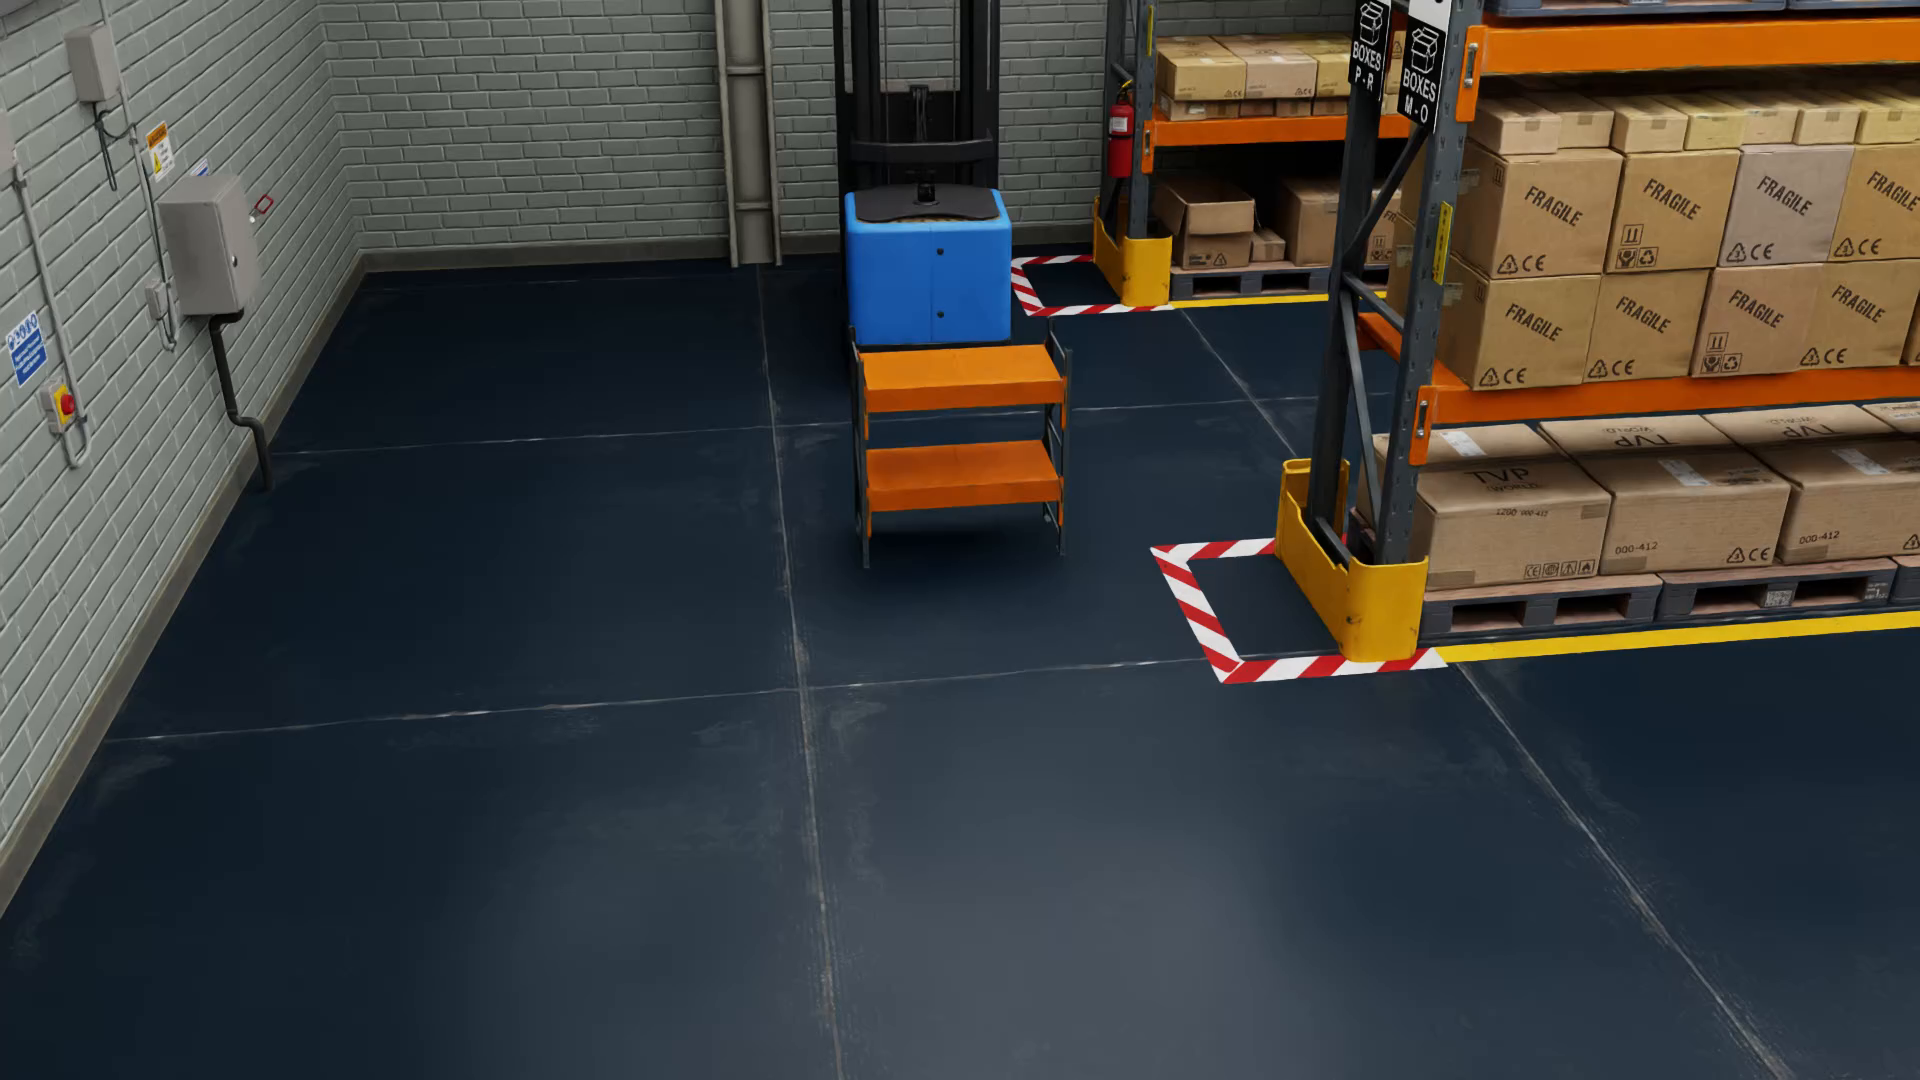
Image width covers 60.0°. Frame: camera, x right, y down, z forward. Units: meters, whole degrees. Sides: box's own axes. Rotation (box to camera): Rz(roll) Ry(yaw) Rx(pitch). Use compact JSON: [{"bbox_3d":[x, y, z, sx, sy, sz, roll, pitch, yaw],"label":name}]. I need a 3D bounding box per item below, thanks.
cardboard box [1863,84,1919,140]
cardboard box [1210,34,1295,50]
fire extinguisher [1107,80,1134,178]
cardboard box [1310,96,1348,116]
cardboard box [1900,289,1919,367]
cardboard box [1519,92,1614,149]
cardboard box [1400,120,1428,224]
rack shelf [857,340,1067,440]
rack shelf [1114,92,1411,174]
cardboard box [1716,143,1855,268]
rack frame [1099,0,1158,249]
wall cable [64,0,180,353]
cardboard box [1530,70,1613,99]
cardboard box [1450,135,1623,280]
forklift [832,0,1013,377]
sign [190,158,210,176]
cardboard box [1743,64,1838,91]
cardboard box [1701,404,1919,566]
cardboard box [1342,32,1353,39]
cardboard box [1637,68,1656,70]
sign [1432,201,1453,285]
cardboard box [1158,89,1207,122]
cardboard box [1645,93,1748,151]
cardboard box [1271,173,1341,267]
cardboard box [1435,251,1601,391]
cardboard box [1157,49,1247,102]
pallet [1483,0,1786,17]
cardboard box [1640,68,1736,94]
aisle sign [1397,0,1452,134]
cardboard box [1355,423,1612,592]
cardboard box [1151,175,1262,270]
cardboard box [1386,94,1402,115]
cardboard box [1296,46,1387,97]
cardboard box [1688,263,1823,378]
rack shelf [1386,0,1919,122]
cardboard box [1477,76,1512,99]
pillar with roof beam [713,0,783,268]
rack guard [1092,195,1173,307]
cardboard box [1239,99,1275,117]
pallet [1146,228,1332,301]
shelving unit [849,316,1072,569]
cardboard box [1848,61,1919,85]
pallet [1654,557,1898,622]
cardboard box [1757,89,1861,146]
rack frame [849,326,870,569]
[{"bbox_3d":[4.081,-1.836,7.126,0.250,0.149,0.380,-4,27,-7],"label":"cardboard box"},{"bbox_3d":[2.130,-3.533,12.188,0.500,0.250,0.500,-4,27,-7],"label":"cardboard box"},{"bbox_3d":[1.120,-2.867,11.545,0.183,0.674,0.296,-4,27,-7],"label":"fire extinguisher"},{"bbox_3d":[2.587,-3.148,11.875,0.250,0.149,0.380,-3,27,-6],"label":"cardboard box"},{"bbox_3d":[4.429,-1.122,7.541,0.500,0.500,0.500,-4,27,-8],"label":"cardboard box"},{"bbox_3d":[2.536,-1.766,6.991,0.250,0.149,0.380,-3,27,-6],"label":"cardboard box"},{"bbox_3d":[2.341,-1.670,7.513,0.500,0.500,0.500,-3,27,-5],"label":"cardboard box"},{"bbox_3d":[-0.007,-0.760,8.359,1.000,0.278,0.538,-4,27,-7],"label":"rack shelf"},{"bbox_3d":[3.182,-3.093,12.280,4.000,0.370,1.077,-4,27,-7],"label":"rack shelf"},{"bbox_3d":[3.431,-1.505,7.193,0.500,0.500,0.500,-4,27,-8],"label":"cardboard box"},{"bbox_3d":[1.201,-3.286,11.868,0.127,3.000,1.000,-4,27,-7],"label":"rack frame"},{"bbox_3d":[-3.893,-1.765,7.791,0.122,1.984,0.588,-4,27,-7],"label":"wall cable"},{"bbox_3d":[2.716,-2.015,7.475,0.250,0.149,0.380,-4,27,-8],"label":"cardboard box"},{"bbox_3d":[2.411,-1.433,7.052,0.500,0.500,0.500,-4,27,-8],"label":"cardboard box"},{"bbox_3d":[-0.305,-2.956,11.300,1.130,2.935,3.031,-2,27,-4],"label":"forklift"},{"bbox_3d":[-4.106,-1.799,9.075,0.001,0.494,0.329,-4,27,-7],"label":"sign"},{"bbox_3d":[3.742,-2.047,7.539,0.250,0.149,0.380,-3,27,-5],"label":"cardboard box"},{"bbox_3d":[4.334,-0.295,8.385,0.875,0.438,0.875,-4,27,-9],"label":"cardboard box"},{"bbox_3d":[3.139,-3.595,12.309,0.500,0.250,0.500,-4,27,-7],"label":"cardboard box"},{"bbox_3d":[4.692,-3.463,12.052,0.500,0.250,0.500,-3,27,-6],"label":"cardboard box"},{"bbox_3d":[1.968,-1.211,6.789,0.005,0.325,0.100,-4,27,-7],"label":"sign"},{"bbox_3d":[1.565,-3.071,11.724,0.250,0.149,0.380,-4,27,-8],"label":"cardboard box"},{"bbox_3d":[3.067,-1.756,6.971,0.250,0.149,0.380,-5,28,-9],"label":"cardboard box"},{"bbox_3d":[2.672,-2.393,12.406,0.500,0.500,0.700,-3,27,-5],"label":"cardboard box"},{"bbox_3d":[2.412,-0.987,7.279,0.500,0.500,0.500,-4,27,-8],"label":"cardboard box"},{"bbox_3d":[1.688,-3.258,11.653,0.500,0.250,0.500,-4,27,-7],"label":"cardboard box"},{"bbox_3d":[2.629,-2.389,6.931,1.213,0.211,1.003,-4,27,-7],"label":"pallet"},{"bbox_3d":[3.240,-1.997,7.440,0.250,0.149,0.380,-4,27,-8],"label":"cardboard box"},{"bbox_3d":[1.865,-2.063,6.637,0.004,0.787,0.394,-4,27,-7],"label":"aisle sign"},{"bbox_3d":[2.536,-0.176,8.154,0.875,0.438,0.875,-5,28,-9],"label":"cardboard box"},{"bbox_3d":[1.820,-2.358,12.334,0.637,0.503,0.797,-5,28,-9],"label":"cardboard box"},{"bbox_3d":[3.105,-3.156,11.890,0.250,0.149,0.380,-3,27,-6],"label":"cardboard box"},{"bbox_3d":[2.689,-3.324,11.781,0.500,0.250,0.500,-4,27,-8],"label":"cardboard box"},{"bbox_3d":[3.415,-1.056,7.413,0.500,0.500,0.500,-4,27,-7],"label":"cardboard box"},{"bbox_3d":[3.877,-2.184,7.222,4.000,0.370,1.077,-4,27,-7],"label":"rack shelf"},{"bbox_3d":[2.224,-1.933,7.317,0.250,0.149,0.380,-3,27,-6],"label":"cardboard box"},{"bbox_3d":[-0.995,-4.245,7.165,0.400,9.000,9.100,-4,27,-7],"label":"pillar with roof beam"},{"bbox_3d":[1.276,-2.178,12.448,0.348,0.500,1.175,-4,27,-7],"label":"rack guard"},{"bbox_3d":[2.066,-3.140,11.859,0.250,0.149,0.380,-4,27,-8],"label":"cardboard box"},{"bbox_3d":[2.066,-2.101,12.613,1.213,0.211,1.003,-4,27,-7],"label":"pallet"},{"bbox_3d":[-0.007,-0.500,8.492,1.048,1.125,0.538,-4,27,-7],"label":"shelving unit"},{"bbox_3d":[4.251,-2.068,7.579,0.250,0.149,0.380,-4,27,-7],"label":"cardboard box"},{"bbox_3d":[3.883,0.036,8.448,1.213,0.211,1.003,-4,27,-7],"label":"pallet"},{"bbox_3d":[3.573,-1.793,7.044,0.250,0.149,0.380,-3,27,-7],"label":"cardboard box"},{"bbox_3d":[-0.510,-0.468,8.429,0.032,1.125,0.500,-4,27,-7],"label":"rack frame"}]
